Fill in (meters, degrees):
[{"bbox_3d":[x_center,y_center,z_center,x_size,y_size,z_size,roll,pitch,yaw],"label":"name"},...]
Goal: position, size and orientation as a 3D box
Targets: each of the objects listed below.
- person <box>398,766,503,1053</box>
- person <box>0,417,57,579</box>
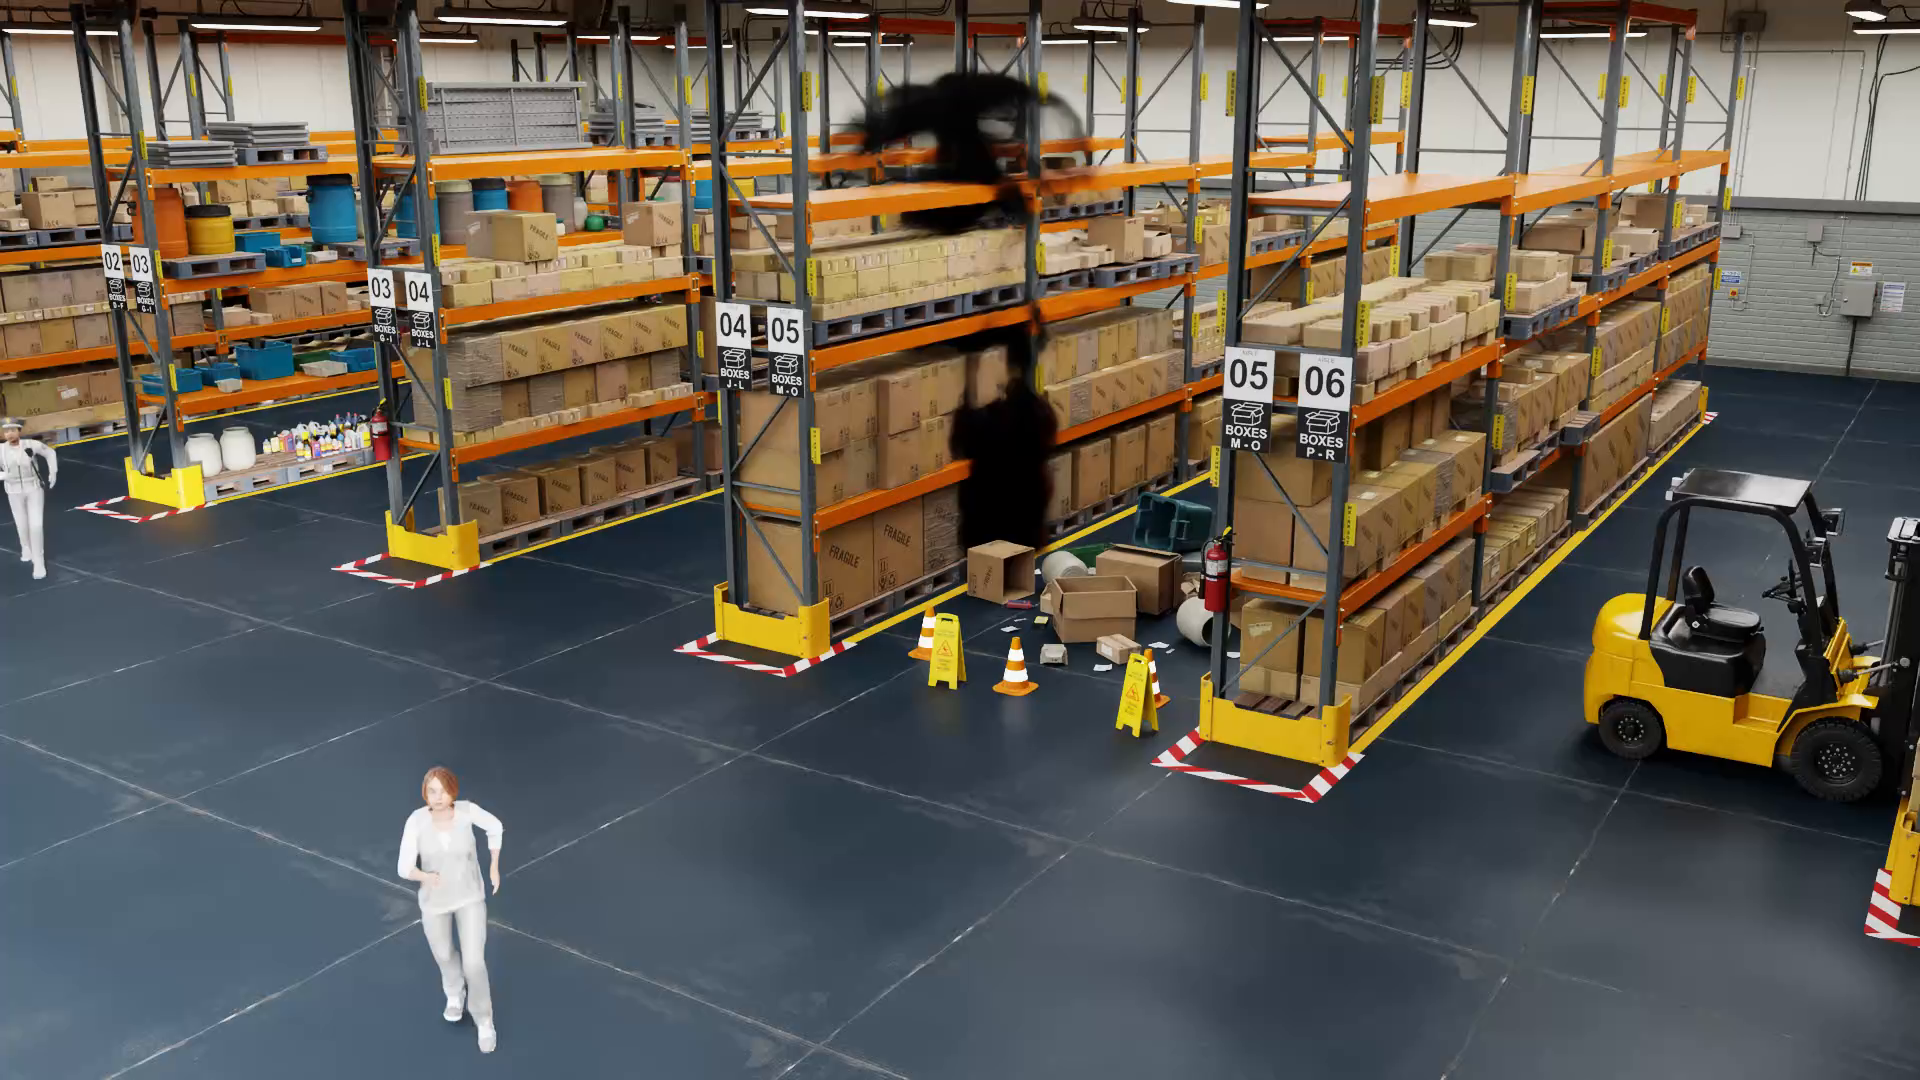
[{"bbox_3d":[-2.752,2.005,9.054,0.526,1.647,0.684,-3,16,-10],"label":"person"},{"bbox_3d":[-10.015,-0.493,17.853,0.622,1.741,0.878,-6,17,-20],"label":"person"}]
